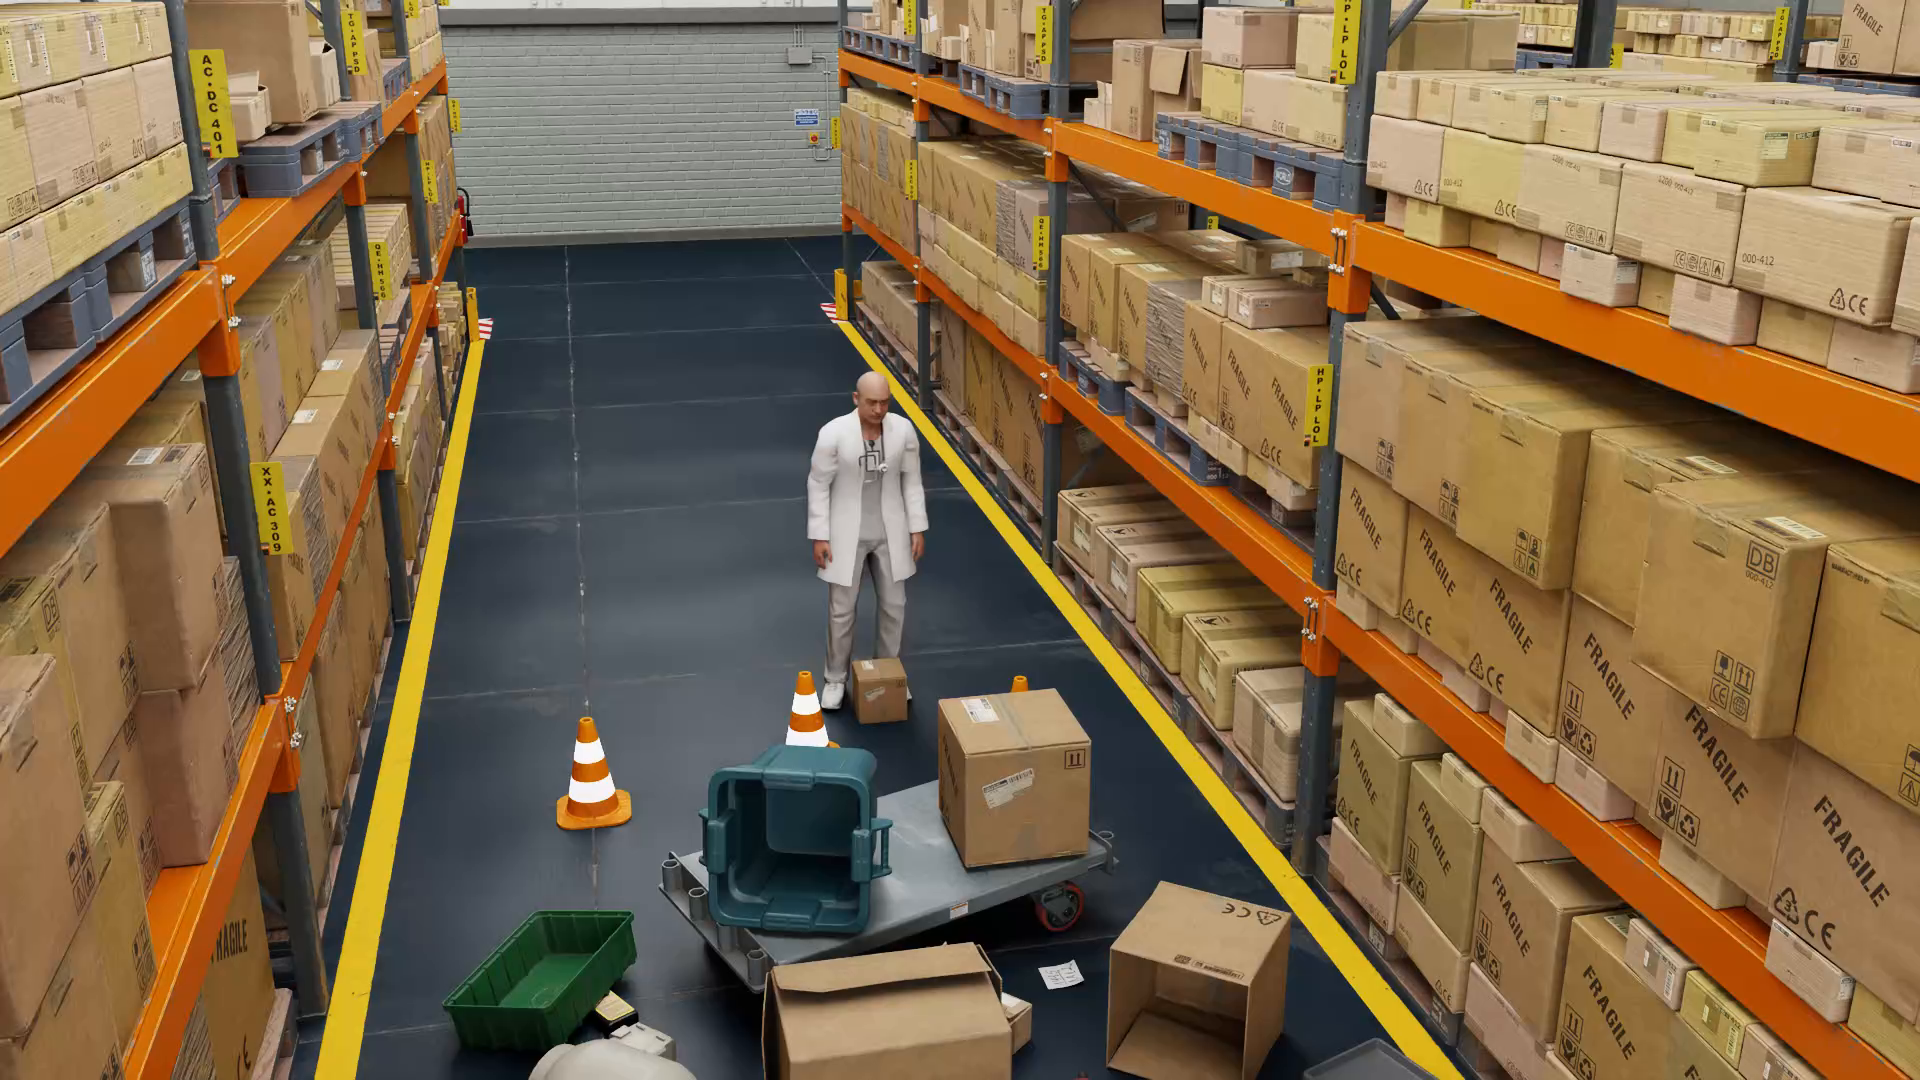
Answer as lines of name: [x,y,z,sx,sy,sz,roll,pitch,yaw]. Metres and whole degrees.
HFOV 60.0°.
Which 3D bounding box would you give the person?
person: [-0.473,-0.015,8.638,0.647,1.772,0.429,-6,20,-16]
